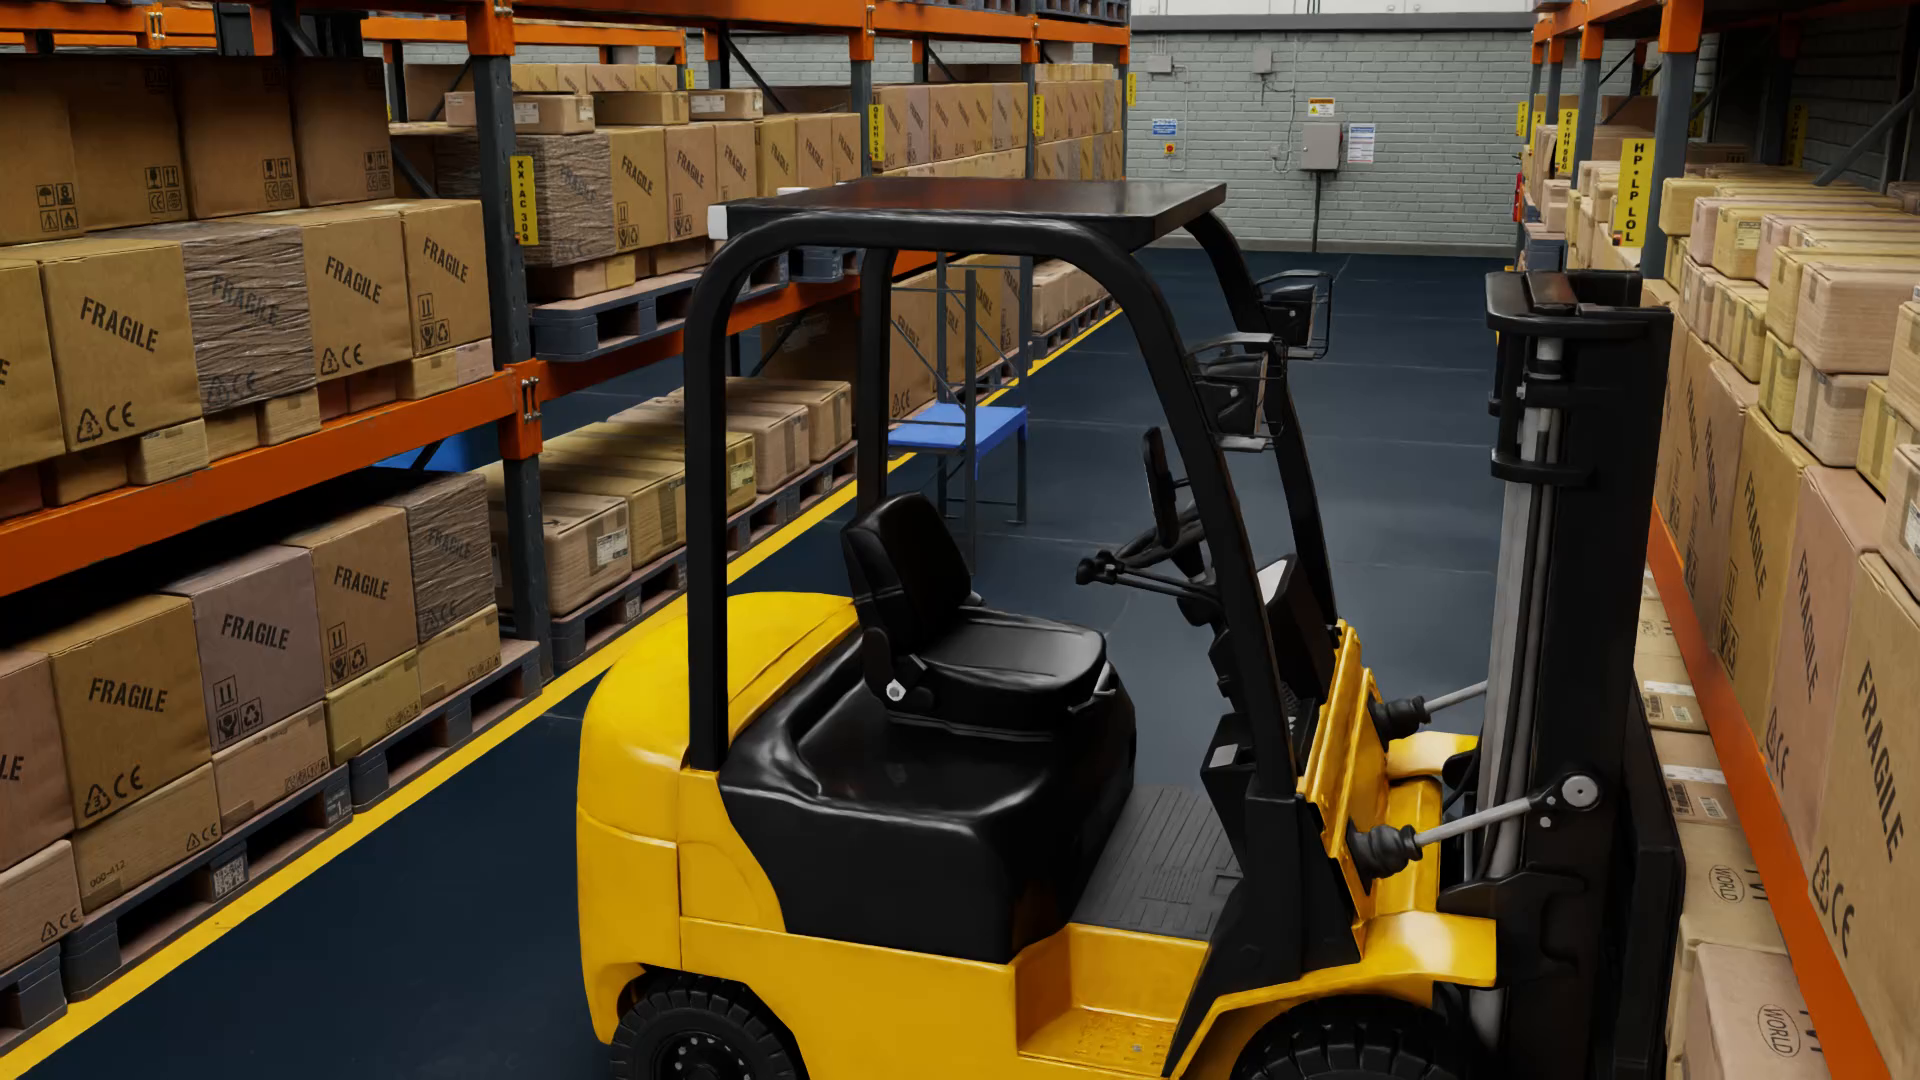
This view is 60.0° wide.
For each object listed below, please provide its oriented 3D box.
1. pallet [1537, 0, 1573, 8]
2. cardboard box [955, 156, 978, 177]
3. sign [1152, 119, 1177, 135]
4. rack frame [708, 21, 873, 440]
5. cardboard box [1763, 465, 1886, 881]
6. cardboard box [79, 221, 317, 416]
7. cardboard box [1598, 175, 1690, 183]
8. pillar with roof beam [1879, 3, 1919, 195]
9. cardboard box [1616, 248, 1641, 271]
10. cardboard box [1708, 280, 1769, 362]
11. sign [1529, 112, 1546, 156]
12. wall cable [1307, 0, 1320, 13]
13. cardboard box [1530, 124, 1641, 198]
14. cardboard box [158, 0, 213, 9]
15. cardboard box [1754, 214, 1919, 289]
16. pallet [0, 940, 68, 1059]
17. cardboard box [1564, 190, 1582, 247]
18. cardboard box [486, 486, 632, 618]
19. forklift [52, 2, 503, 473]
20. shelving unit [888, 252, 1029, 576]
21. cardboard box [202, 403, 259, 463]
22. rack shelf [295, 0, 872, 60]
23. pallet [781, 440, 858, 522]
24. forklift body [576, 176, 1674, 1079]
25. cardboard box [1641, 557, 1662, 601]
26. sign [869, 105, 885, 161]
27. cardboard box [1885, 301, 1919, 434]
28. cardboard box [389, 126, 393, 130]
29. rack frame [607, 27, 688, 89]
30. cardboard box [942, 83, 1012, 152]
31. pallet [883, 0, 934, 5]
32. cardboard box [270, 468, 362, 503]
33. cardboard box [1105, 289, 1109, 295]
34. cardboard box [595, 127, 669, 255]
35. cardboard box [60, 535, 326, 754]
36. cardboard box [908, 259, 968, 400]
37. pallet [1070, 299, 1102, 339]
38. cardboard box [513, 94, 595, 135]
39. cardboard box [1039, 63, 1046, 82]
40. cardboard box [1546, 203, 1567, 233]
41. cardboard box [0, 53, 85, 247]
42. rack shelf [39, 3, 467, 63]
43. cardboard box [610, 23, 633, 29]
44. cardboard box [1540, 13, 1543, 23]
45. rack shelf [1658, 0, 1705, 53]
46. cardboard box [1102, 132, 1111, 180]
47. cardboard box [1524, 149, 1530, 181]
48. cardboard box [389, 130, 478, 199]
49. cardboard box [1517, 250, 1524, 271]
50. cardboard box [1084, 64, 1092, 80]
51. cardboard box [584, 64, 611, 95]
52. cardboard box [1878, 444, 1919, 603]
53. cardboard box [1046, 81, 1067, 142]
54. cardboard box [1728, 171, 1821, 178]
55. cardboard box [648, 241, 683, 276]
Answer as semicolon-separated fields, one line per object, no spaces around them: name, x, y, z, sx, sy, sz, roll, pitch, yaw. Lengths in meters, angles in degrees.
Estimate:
pallet;4.332;-3.519;10.587;1.213;0.211;1.003;5;16;16
cardboard box;-0.182;-2.619;11.924;0.500;0.250;0.500;5;17;17
sign;2.804;-5.661;22.794;0.327;0.218;0.001;5;16;16
rack frame;-1.021;-1.941;10.175;1.000;3.000;0.127;5;16;16
cardboard box;1.510;0.204;2.430;0.500;0.500;0.500;5;17;18
cardboard box;-2.328;-0.679;4.997;0.500;0.500;0.500;5;17;17
cardboard box;3.010;-1.518;7.312;0.380;0.149;0.250;5;17;17
pillar with roof beam;0.105;-4.366;7.730;9.100;9.000;0.400;5;16;16
cardboard box;2.497;-0.827;5.607;0.500;0.250;0.500;4;16;15
cardboard box;1.868;-0.475;3.634;0.380;0.149;0.250;4;16;14
sign;4.354;-3.060;12.534;0.100;0.325;0.005;5;16;16
wall cable;5.979;-8.163;21.049;2.988;3.039;0.133;5;16;16
cardboard box;4.524;-2.744;12.055;0.700;0.500;0.500;5;17;17
cardboard box;-5.378;-3.918;11.466;0.500;0.500;0.500;5;16;16
cardboard box;1.937;-0.610;3.566;0.380;0.149;0.250;5;16;16
pallet;-3.008;1.264;3.986;1.003;0.211;1.213;5;16;16
cardboard box;3.355;-1.630;8.438;0.500;0.250;0.500;5;16;16
cardboard box;-2.011;0.031;7.271;0.950;0.372;0.625;5;17;17
forklift;-3.948;-1.541;8.890;3.031;2.935;1.130;2;16;7
shelving unit;-0.024;-0.699;8.546;0.538;1.500;1.048;5;16;16
cardboard box;-2.344;-0.335;4.974;0.380;0.149;0.250;4;16;15
rack shelf;-1.589;-2.514;8.019;1.077;0.370;4.000;5;16;16
pallet;-1.244;-0.395;9.835;1.003;0.211;1.213;5;16;16
forklift body;0.255;0.307;3.806;2.313;2.155;1.214;5;16;16
cardboard box;2.164;0.232;4.953;0.500;0.250;0.500;4;16;15
sign;-0.498;-2.420;9.888;0.100;0.325;0.005;5;16;16
cardboard box;1.454;-0.215;2.172;0.380;0.149;0.250;5;17;17
cardboard box;-4.884;-3.321;13.643;0.380;0.149;0.250;4;16;14
rack frame;-3.522;-4.391;18.814;1.000;3.000;0.127;5;16;16
cardboard box;0.090;-3.244;12.754;0.500;0.500;0.500;5;17;17
pallet;-0.889;-3.466;10.400;1.213;0.211;1.003;5;17;18
cardboard box;-2.584;-0.001;6.230;0.500;0.500;0.500;5;17;19
cardboard box;1.161;-2.823;17.210;0.875;0.438;0.875;4;16;14
cardboard box;-1.608;-1.519;7.190;0.500;0.500;0.500;5;16;16
cardboard box;-2.355;0.308;5.141;0.500;0.500;0.500;6;17;19
cardboard box;-0.487;-1.528;11.843;0.875;0.875;0.875;5;17;17
pallet;0.752;-2.159;16.054;1.003;0.211;1.213;5;16;16
cardboard box;-1.685;-1.695;6.622;0.380;0.149;0.250;5;16;16
cardboard box;0.512;-3.959;14.087;0.380;0.149;0.250;5;17;17
cardboard box;3.558;-1.840;9.509;0.380;0.149;0.250;5;17;17
cardboard box;-2.886;-1.064;4.521;0.700;0.500;0.500;5;16;16
rack shelf;-5.227;-3.918;12.968;1.077;0.370;4.000;5;16;16
cardboard box;-3.689;-5.360;17.007;0.500;0.250;0.500;5;17;18
cardboard box;5.324;-4.644;14.668;0.380;0.149;0.250;5;16;16
rack shelf;2.034;-1.084;2.976;1.077;0.370;4.000;5;16;16
cardboard box;1.212;-3.805;16.564;0.500;0.500;0.500;4;16;15
cardboard box;5.341;-3.358;14.902;0.500;0.250;0.500;4;16;15
cardboard box;-2.246;-1.426;6.862;0.500;0.500;0.500;4;16;15
cardboard box;5.748;-2.498;15.945;0.797;0.503;0.637;4;16;14
cardboard box;1.033;-4.427;15.737;0.380;0.149;0.250;5;17;17
cardboard box;-3.844;-4.516;16.695;0.500;0.500;0.500;4;16;14
cardboard box;1.340;-0.006;1.980;0.380;0.149;0.250;5;17;17
cardboard box;0.633;-3.754;14.551;0.500;0.500;0.500;4;16;15
cardboard box;3.739;-1.606;7.624;0.380;0.149;0.250;4;16;15
cardboard box;-1.498;-1.304;7.622;0.380;0.149;0.250;5;17;17
